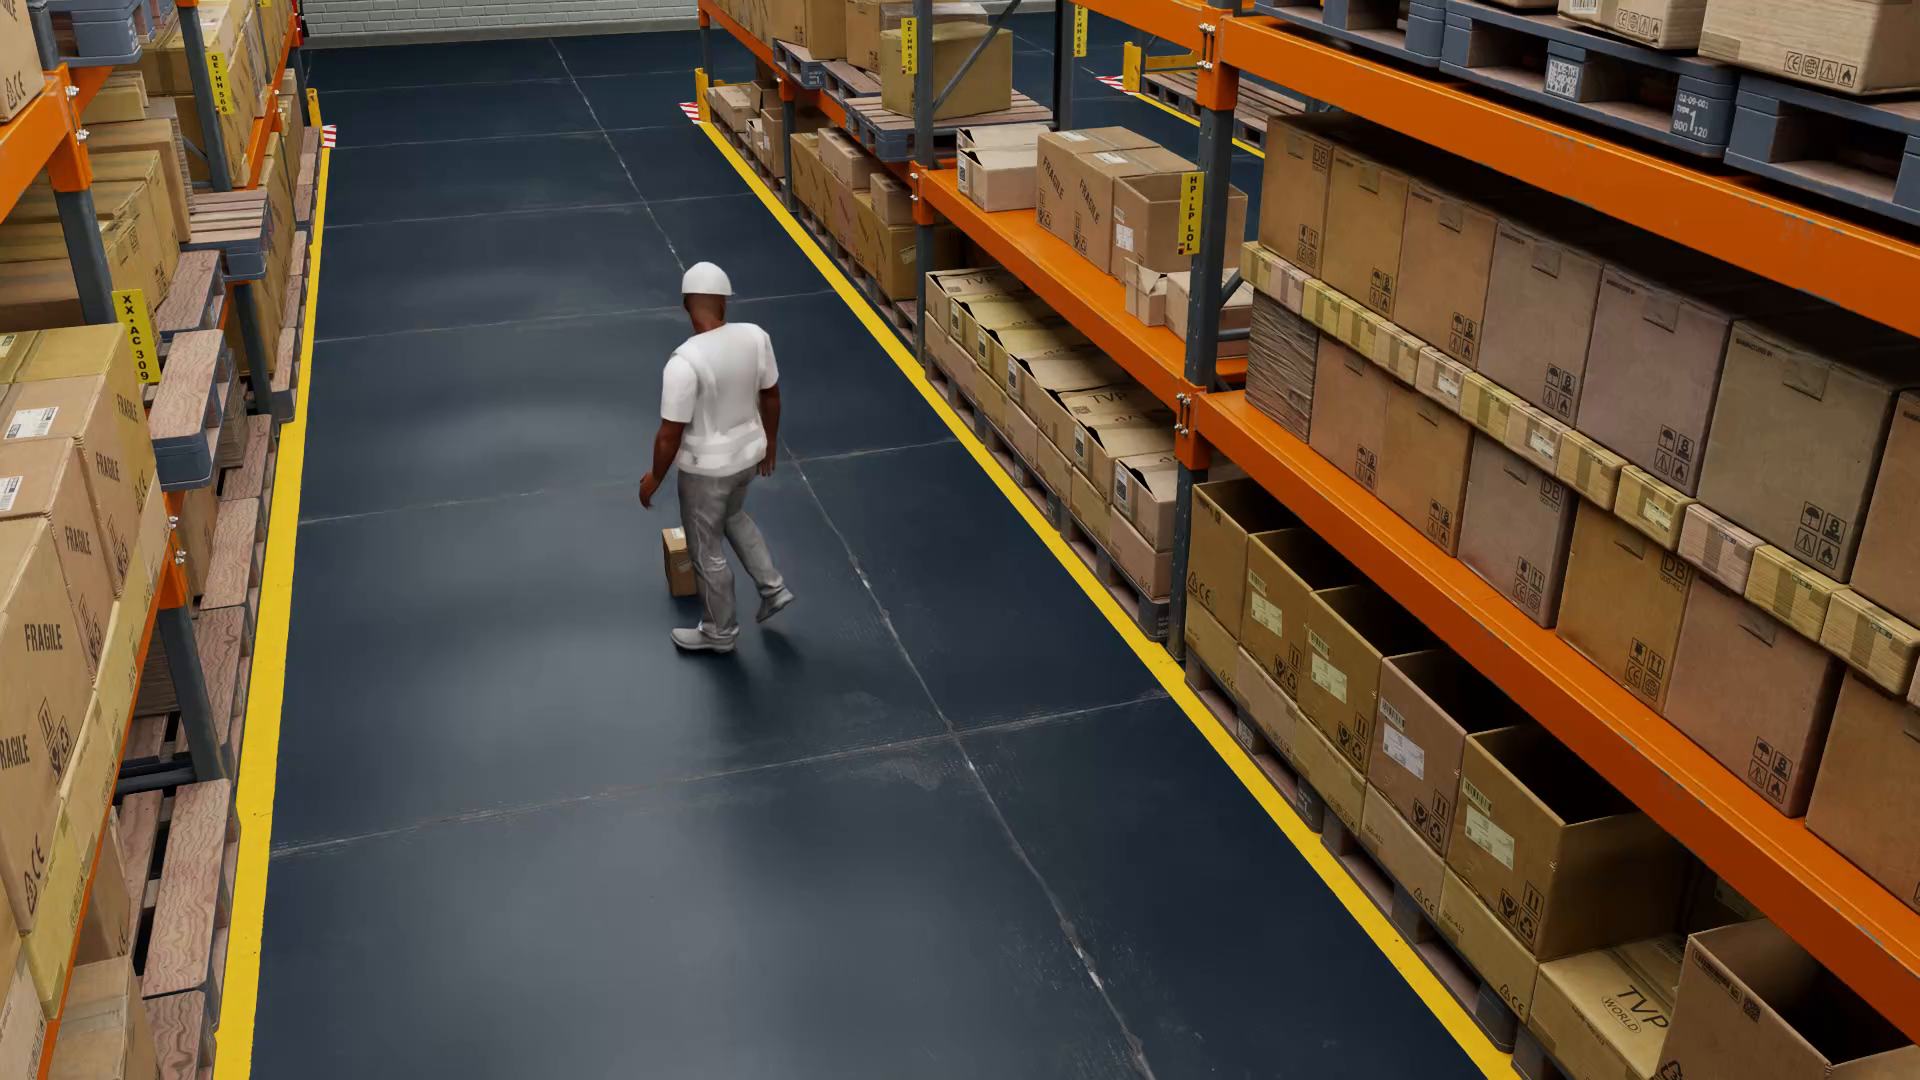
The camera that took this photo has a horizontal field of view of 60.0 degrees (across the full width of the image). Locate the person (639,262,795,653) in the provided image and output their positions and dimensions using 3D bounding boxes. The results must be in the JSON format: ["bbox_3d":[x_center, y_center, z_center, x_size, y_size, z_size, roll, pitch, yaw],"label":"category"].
[{"bbox_3d":[-1.049,-0.337,7.217,0.477,1.764,0.627,16,30,29],"label":"person"}]
